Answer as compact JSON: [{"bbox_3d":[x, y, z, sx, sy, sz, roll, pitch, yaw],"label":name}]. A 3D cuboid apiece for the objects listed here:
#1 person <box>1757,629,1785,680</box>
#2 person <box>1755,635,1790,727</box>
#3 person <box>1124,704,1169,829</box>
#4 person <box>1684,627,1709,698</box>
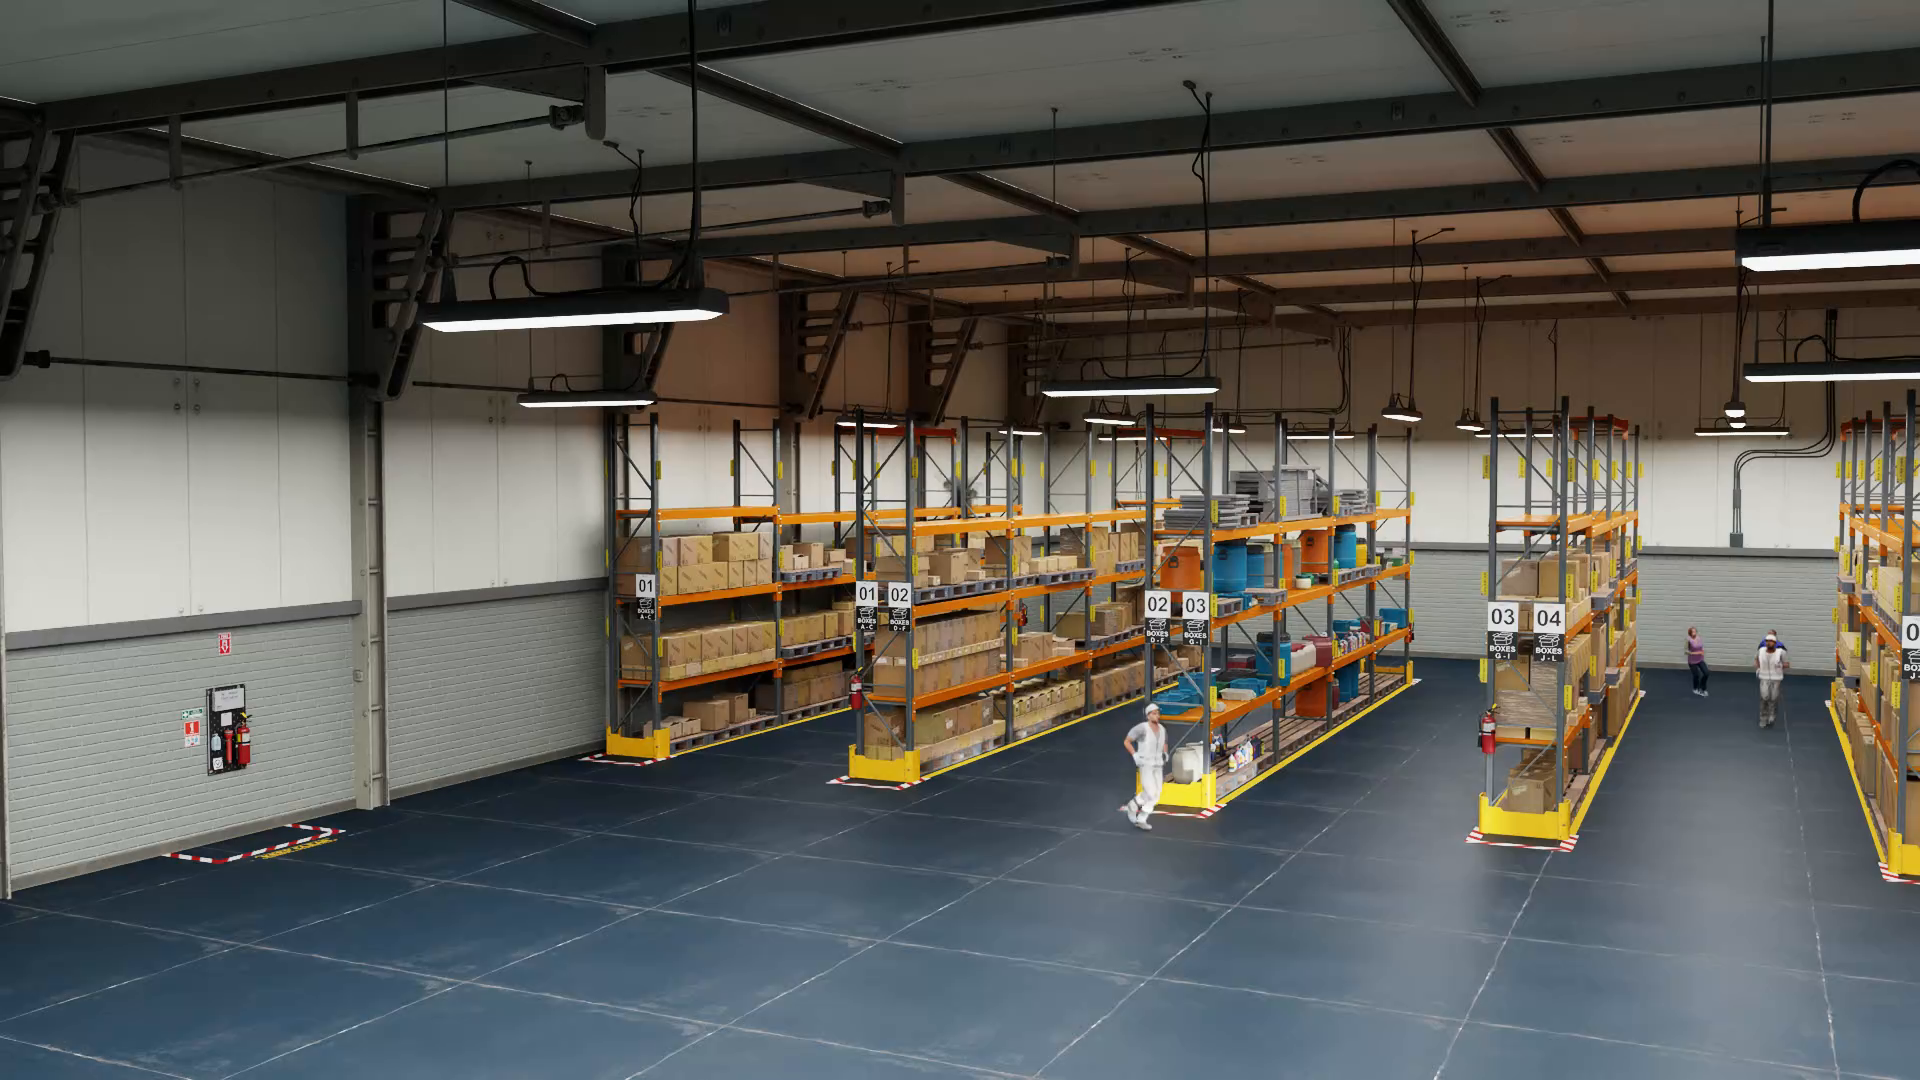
[{"bbox_3d":[17.360,2.715,35.567,0.581,1.611,0.698,2,3,33],"label":"person"},{"bbox_3d":[15.848,2.764,32.467,0.644,1.843,0.762,1,3,30],"label":"person"},{"bbox_3d":[2.663,3.154,23.204,0.690,1.735,0.538,-1,3,-31],"label":"person"},{"bbox_3d":[16.197,2.692,36.650,0.607,1.582,0.602,0,2,-9],"label":"person"}]
